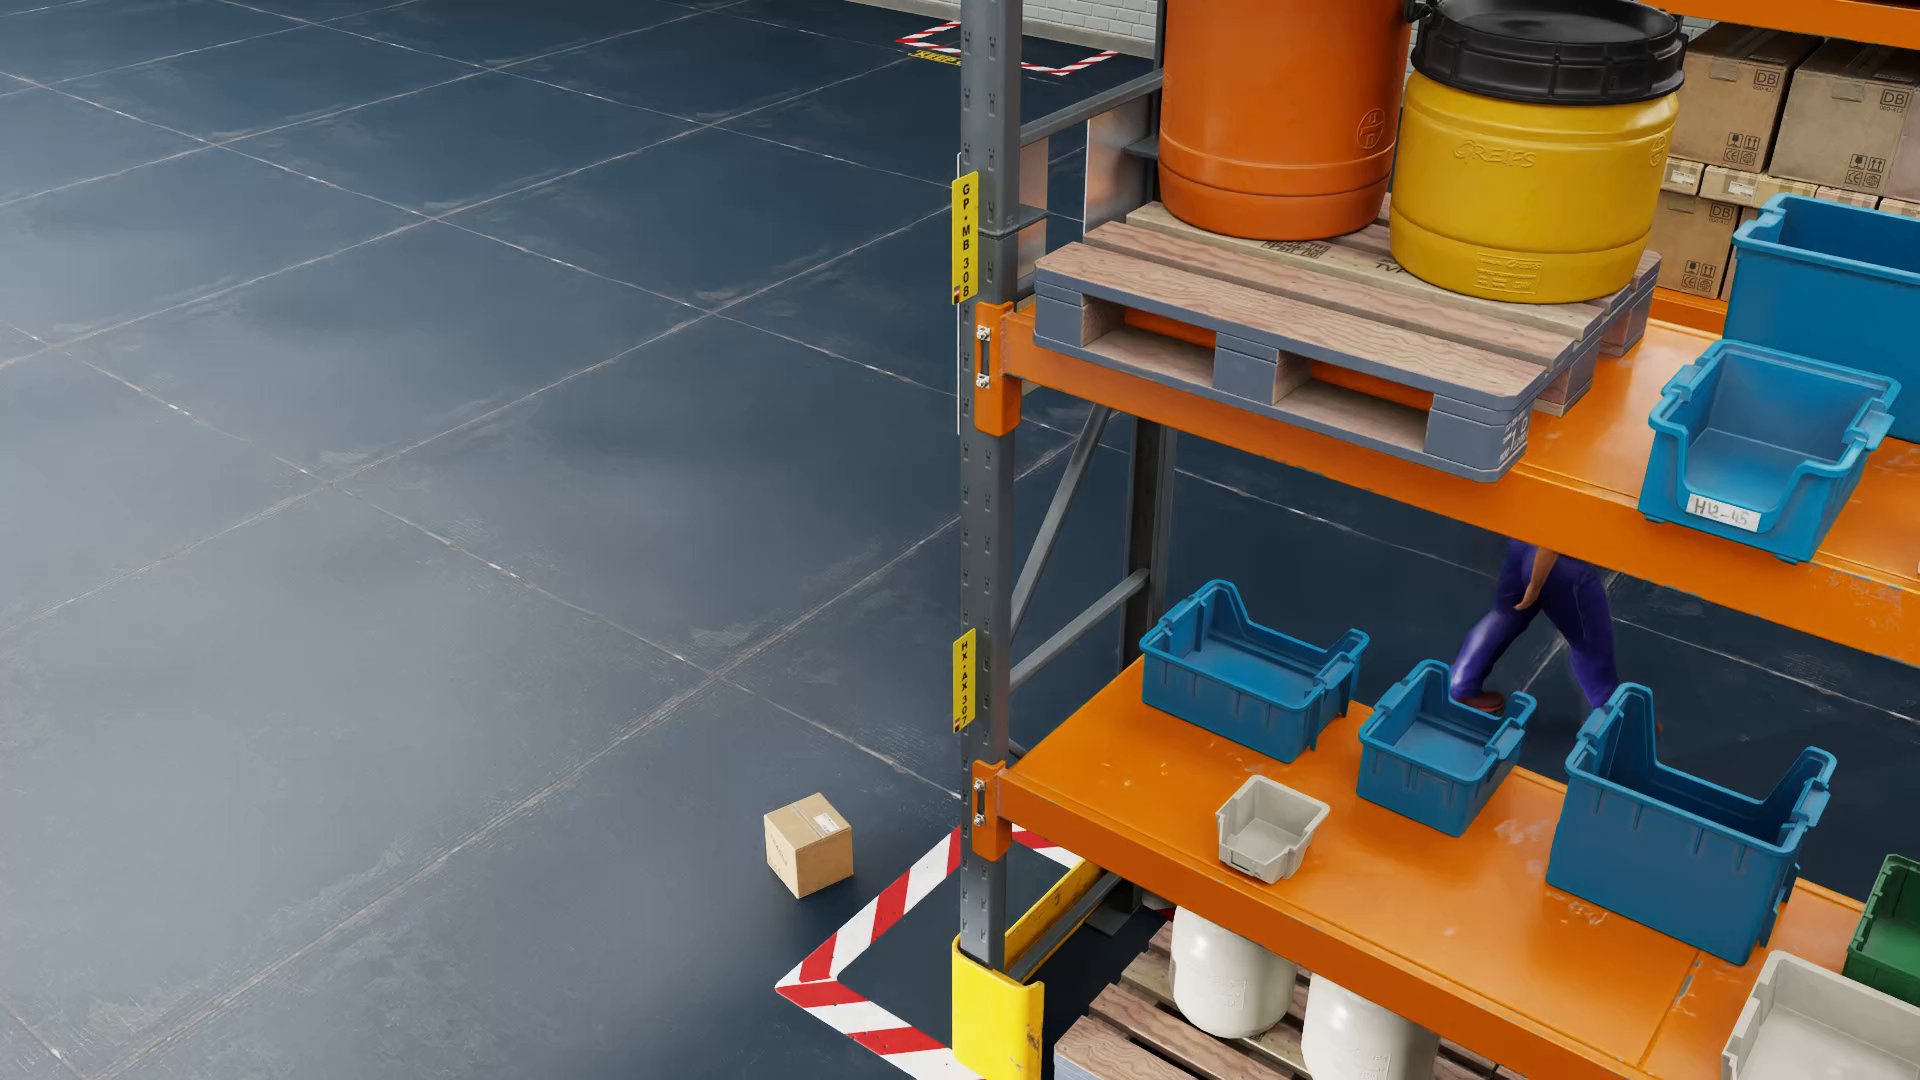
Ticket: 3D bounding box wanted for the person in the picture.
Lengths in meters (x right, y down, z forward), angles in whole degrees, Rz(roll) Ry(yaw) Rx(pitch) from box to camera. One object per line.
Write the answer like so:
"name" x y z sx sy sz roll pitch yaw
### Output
"person" 2.605 0.085 6.985 0.929 1.599 0.474 0 31 0
